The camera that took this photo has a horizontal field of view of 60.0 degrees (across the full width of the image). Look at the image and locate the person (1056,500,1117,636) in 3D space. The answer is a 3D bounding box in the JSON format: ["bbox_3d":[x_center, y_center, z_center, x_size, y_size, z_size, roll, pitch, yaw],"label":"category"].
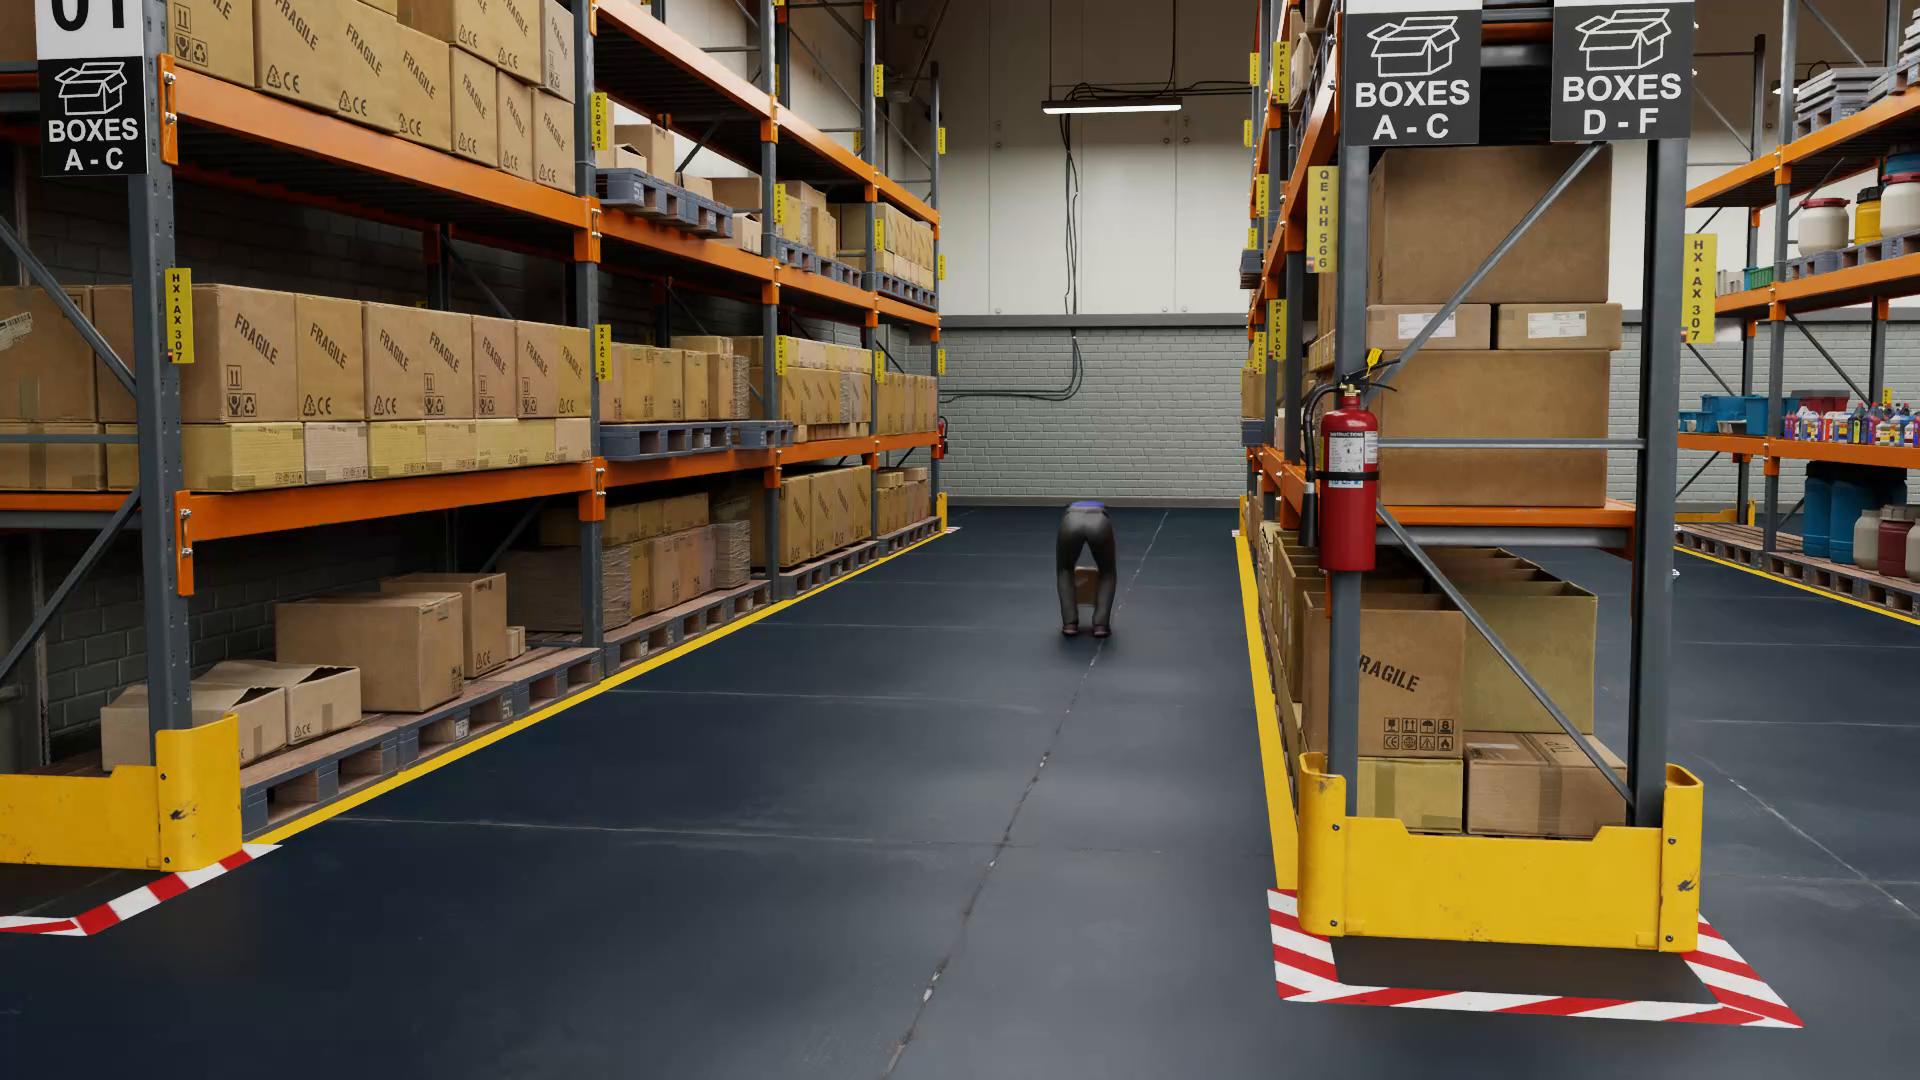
[{"bbox_3d":[0.915,0.190,11.983,0.433,0.954,0.876,0,5,6],"label":"person"}]
